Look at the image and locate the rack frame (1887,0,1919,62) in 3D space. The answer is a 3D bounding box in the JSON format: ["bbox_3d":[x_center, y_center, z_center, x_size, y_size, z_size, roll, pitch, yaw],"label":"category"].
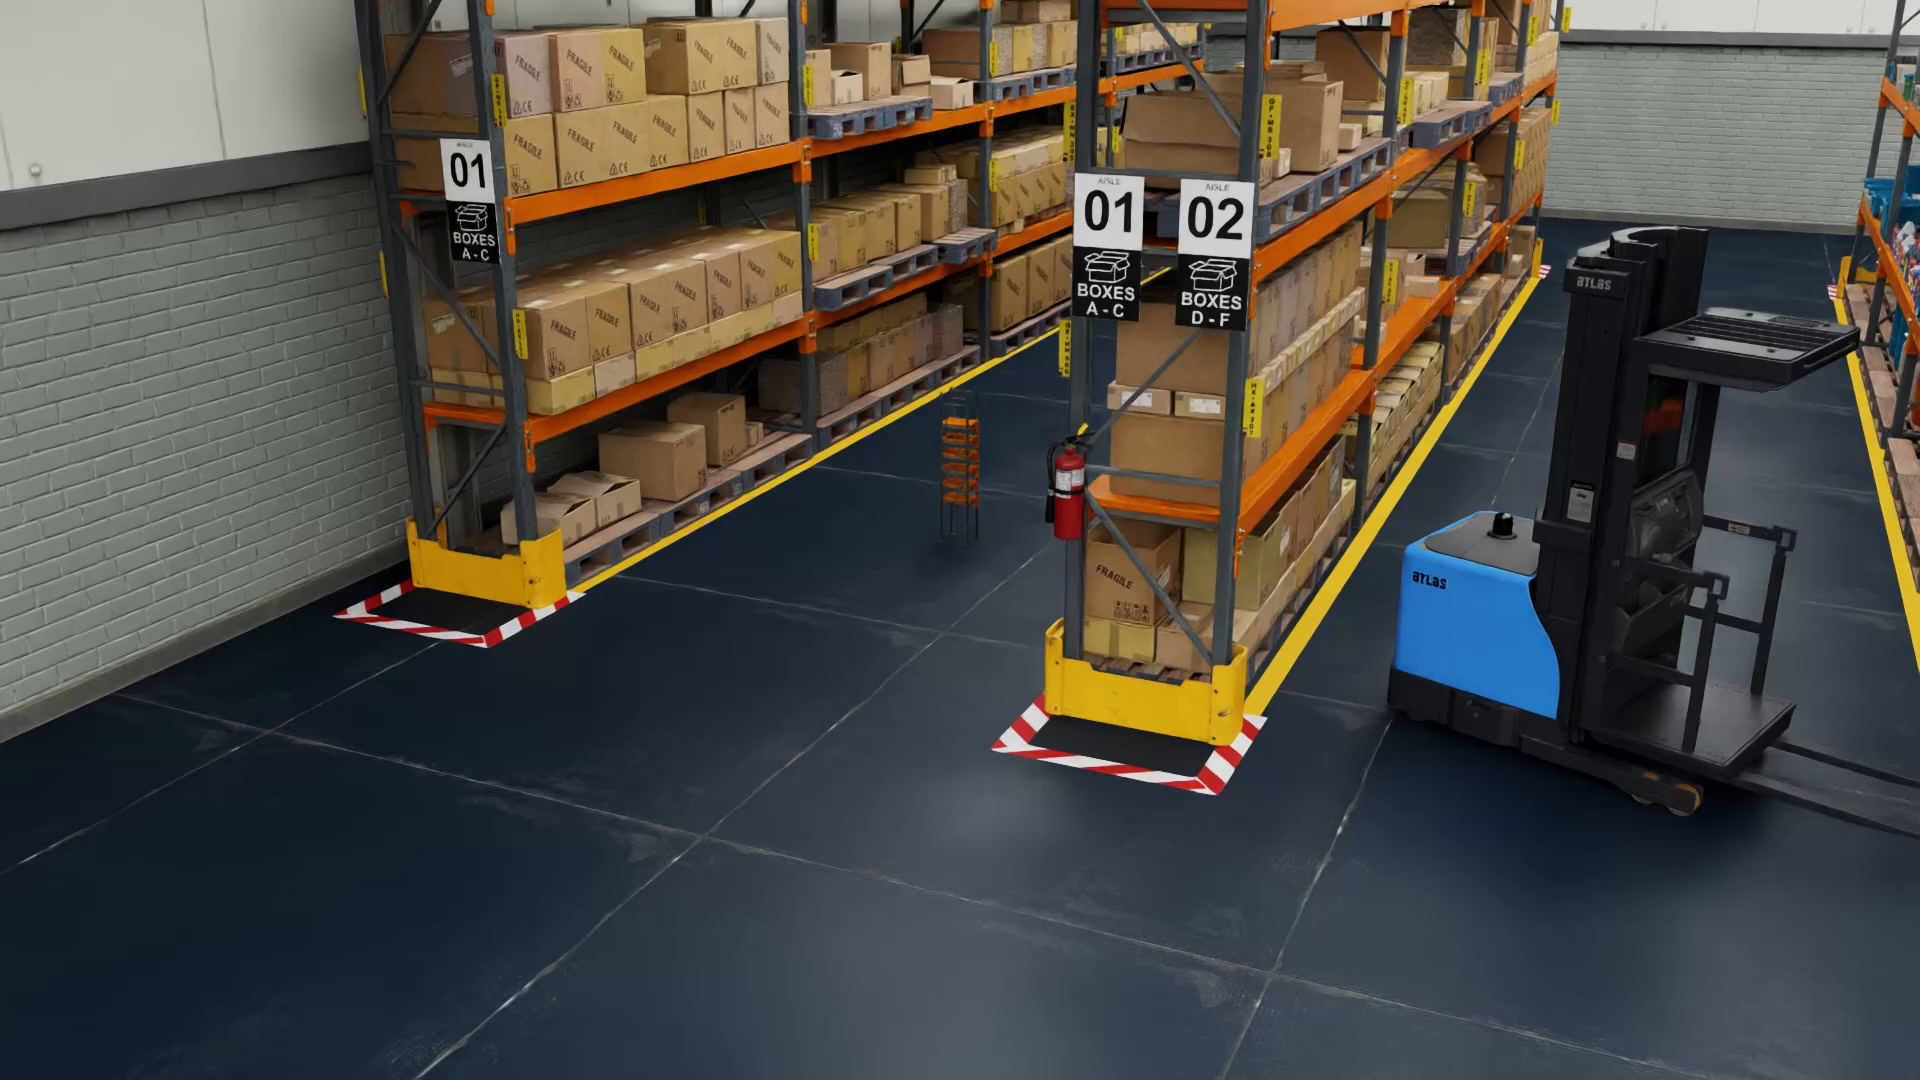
[{"bbox_3d":[12.172,-7.392,20.323,1.000,3.000,0.127,9,21,23],"label":"rack frame"}]

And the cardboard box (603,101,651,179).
[{"bbox_3d":[-2.592,-2.889,11.961,0.500,0.500,0.500,10,22,25],"label":"cardboard box"}]

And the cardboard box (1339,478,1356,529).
[{"bbox_3d":[2.750,-0.308,12.835,0.500,0.250,0.500,9,21,23],"label":"cardboard box"}]

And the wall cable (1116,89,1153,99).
[{"bbox_3d":[2.795,-6.924,26.446,0.084,1.984,1.851,9,21,23],"label":"wall cable"}]

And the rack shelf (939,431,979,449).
[{"bbox_3d":[-0.006,-0.745,12.690,0.258,0.103,0.180,9,21,23],"label":"rack shelf"}]

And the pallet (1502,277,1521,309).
[{"bbox_3d":[6.796,-3.293,21.914,1.003,0.211,1.213,9,21,23],"label":"pallet"}]

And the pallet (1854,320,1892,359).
[{"bbox_3d":[10.799,-2.258,19.004,1.003,0.211,1.213,9,21,23],"label":"pallet"}]

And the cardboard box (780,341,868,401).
[{"bbox_3d":[-1.329,-1.678,16.284,0.700,0.500,0.500,8,21,22],"label":"cardboard box"}]

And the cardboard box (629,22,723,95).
[{"bbox_3d":[-2.158,-3.676,12.682,0.500,0.500,0.500,8,21,21],"label":"cardboard box"}]

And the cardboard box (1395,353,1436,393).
[{"bbox_3d":[4.182,-1.613,15.668,0.500,0.311,0.500,8,21,22],"label":"cardboard box"}]

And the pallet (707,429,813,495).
[{"bbox_3d":[-2.023,-0.732,14.712,1.003,0.211,1.213,9,21,23],"label":"pallet"}]

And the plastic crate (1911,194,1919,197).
[{"bbox_3d":[12.003,-4.195,20.592,0.396,0.136,0.243,9,21,23],"label":"plastic crate"}]

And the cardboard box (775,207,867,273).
[{"bbox_3d":[-1.306,-2.831,15.647,0.700,0.500,0.500,11,22,28],"label":"cardboard box"}]

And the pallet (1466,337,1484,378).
[{"bbox_3d":[5.219,-2.081,18.505,1.003,0.211,1.213,9,21,23],"label":"pallet"}]

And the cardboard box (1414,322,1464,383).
[{"bbox_3d":[4.825,-1.930,16.992,0.500,0.500,0.500,10,22,25],"label":"cardboard box"}]

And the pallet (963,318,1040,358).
[{"bbox_3d":[0.249,-2.396,19.390,1.003,0.211,1.213,9,21,23],"label":"pallet"}]

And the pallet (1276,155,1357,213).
[{"bbox_3d":[1.914,-2.313,10.652,1.003,0.211,1.213,9,21,23],"label":"pallet"}]

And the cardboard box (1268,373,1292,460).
[{"bbox_3d":[1.724,-0.855,10.747,0.700,0.500,0.500,9,21,23],"label":"cardboard box"}]

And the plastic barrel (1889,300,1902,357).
[{"bbox_3d":[10.295,-2.387,17.710,0.600,0.901,0.708,9,21,23],"label":"plastic barrel"}]

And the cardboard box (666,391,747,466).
[{"bbox_3d":[-2.169,-0.963,14.273,0.500,0.500,0.500,7,21,19],"label":"cardboard box"}]

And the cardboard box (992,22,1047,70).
[{"bbox_3d":[0.602,-5.792,19.496,0.700,0.500,0.500,9,21,23],"label":"cardboard box"}]

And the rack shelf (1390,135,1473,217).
[{"bbox_3d":[3.559,-3.263,14.265,1.077,0.370,4.000,9,21,23],"label":"rack shelf"}]

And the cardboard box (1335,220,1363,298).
[{"bbox_3d":[2.564,-2.099,12.310,0.700,0.500,0.500,9,21,23],"label":"cardboard box"}]

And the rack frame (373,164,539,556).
[{"bbox_3d":[-3.419,-1.033,11.397,1.000,3.000,0.127,9,21,23],"label":"rack frame"}]

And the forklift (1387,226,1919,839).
[{"bbox_3d":[3.986,-0.111,8.906,3.031,2.935,1.130,18,26,40],"label":"forklift"}]

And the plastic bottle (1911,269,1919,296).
[{"bbox_3d":[8.910,-2.404,15.443,0.097,0.271,0.097,0,20,0],"label":"plastic bottle"}]

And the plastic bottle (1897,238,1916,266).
[{"bbox_3d":[9.617,-2.911,16.864,0.152,0.276,0.135,9,21,23],"label":"plastic bottle"}]

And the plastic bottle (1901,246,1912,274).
[{"bbox_3d":[9.410,-2.777,16.493,0.097,0.271,0.097,0,20,0],"label":"plastic bottle"}]

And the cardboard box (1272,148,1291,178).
[{"bbox_3d":[1.745,-2.249,9.878,0.380,0.149,0.250,9,21,23],"label":"cardboard box"}]

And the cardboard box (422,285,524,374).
[{"bbox_3d":[-3.420,-1.499,11.781,0.500,0.500,0.500,8,21,22],"label":"cardboard box"}]

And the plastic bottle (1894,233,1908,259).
[{"bbox_3d":[9.774,-3.049,17.257,0.097,0.271,0.097,0,20,0],"label":"plastic bottle"}]

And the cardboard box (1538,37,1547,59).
[{"bbox_3d":[7.065,-6.173,20.851,0.500,0.250,0.500,9,21,23],"label":"cardboard box"}]

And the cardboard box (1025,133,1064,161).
[{"bbox_3d":[1.110,-4.763,20.142,0.500,0.250,0.500,9,21,24],"label":"cardboard box"}]

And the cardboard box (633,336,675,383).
[{"bbox_3d":[-2.515,-1.393,12.604,0.500,0.250,0.500,8,21,22],"label":"cardboard box"}]

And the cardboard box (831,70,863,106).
[{"bbox_3d":[-1.232,-4.170,15.246,0.500,0.311,0.500,9,22,24],"label":"cardboard box"}]

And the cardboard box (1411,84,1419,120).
[{"bbox_3d":[3.579,-3.694,14.000,0.500,0.250,0.500,7,21,18],"label":"cardboard box"}]

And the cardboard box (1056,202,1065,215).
[{"bbox_3d":[1.055,-4.068,20.276,0.380,0.149,0.250,8,21,21],"label":"cardboard box"}]

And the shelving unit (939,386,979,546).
[{"bbox_3d":[-0.006,-0.561,12.755,0.258,1.200,0.189,9,21,23],"label":"shelving unit"}]

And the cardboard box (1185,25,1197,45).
[{"bbox_3d":[3.076,-7.252,23.854,0.500,0.250,0.500,9,22,24],"label":"cardboard box"}]

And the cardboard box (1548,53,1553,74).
[{"bbox_3d":[7.470,-6.244,21.796,0.500,0.250,0.500,9,21,23],"label":"cardboard box"}]

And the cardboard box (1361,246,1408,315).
[{"bbox_3d":[3.706,-2.332,14.901,0.500,0.500,0.500,7,21,20],"label":"cardboard box"}]

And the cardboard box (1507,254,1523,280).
[{"bbox_3d":[7.240,-3.671,22.262,0.500,0.250,0.500,9,21,23],"label":"cardboard box"}]

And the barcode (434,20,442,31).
[{"bbox_3d":[-3.584,-3.533,11.413,0.001,0.075,0.075,9,21,23],"label":"barcode"}]

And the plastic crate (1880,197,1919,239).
[{"bbox_3d":[10.414,-3.552,18.415,0.392,0.384,0.575,9,21,23],"label":"plastic crate"}]

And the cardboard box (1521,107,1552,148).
[{"bbox_3d":[7.723,-5.590,22.570,0.500,0.500,0.500,8,21,22],"label":"cardboard box"}]

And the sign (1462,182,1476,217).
[{"bbox_3d":[4.886,-3.271,15.961,0.100,0.325,0.005,9,21,23],"label":"sign"}]

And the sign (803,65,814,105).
[{"bbox_3d":[-1.282,-3.841,14.044,0.100,0.325,0.005,9,21,23],"label":"sign"}]

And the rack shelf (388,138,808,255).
[{"bbox_3d":[-2.600,-2.719,12.735,1.077,0.370,4.000,9,21,23],"label":"rack shelf"}]

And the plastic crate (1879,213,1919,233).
[{"bbox_3d":[10.747,-3.620,18.992,0.437,0.125,0.590,9,21,23],"label":"plastic crate"}]

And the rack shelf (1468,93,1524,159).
[{"bbox_3d":[5.197,-4.486,17.703,1.077,0.370,4.000,9,21,23],"label":"rack shelf"}]

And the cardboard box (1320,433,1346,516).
[{"bbox_3d":[2.534,-0.510,12.284,0.500,0.500,0.500,9,21,23],"label":"cardboard box"}]

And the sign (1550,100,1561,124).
[{"bbox_3d":[8.152,-5.858,22.764,0.100,0.325,0.005,9,21,23],"label":"sign"}]

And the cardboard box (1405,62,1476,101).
[{"bbox_3d":[4.526,-4.399,16.235,0.910,0.500,0.500,9,21,23],"label":"cardboard box"}]

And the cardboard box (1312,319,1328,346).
[{"bbox_3d":[2.303,-1.430,11.395,0.380,0.149,0.250,9,22,24],"label":"cardboard box"}]

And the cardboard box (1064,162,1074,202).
[{"bbox_3d":[1.123,-4.413,20.277,0.500,0.500,0.500,9,21,23],"label":"cardboard box"}]

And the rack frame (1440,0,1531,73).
[{"bbox_3d":[6.016,-6.850,18.799,1.000,3.000,0.127,9,21,23],"label":"rack frame"}]

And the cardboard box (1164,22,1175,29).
[{"bbox_3d":[2.662,-7.292,22.848,0.500,0.500,0.500,8,21,20],"label":"cardboard box"}]
